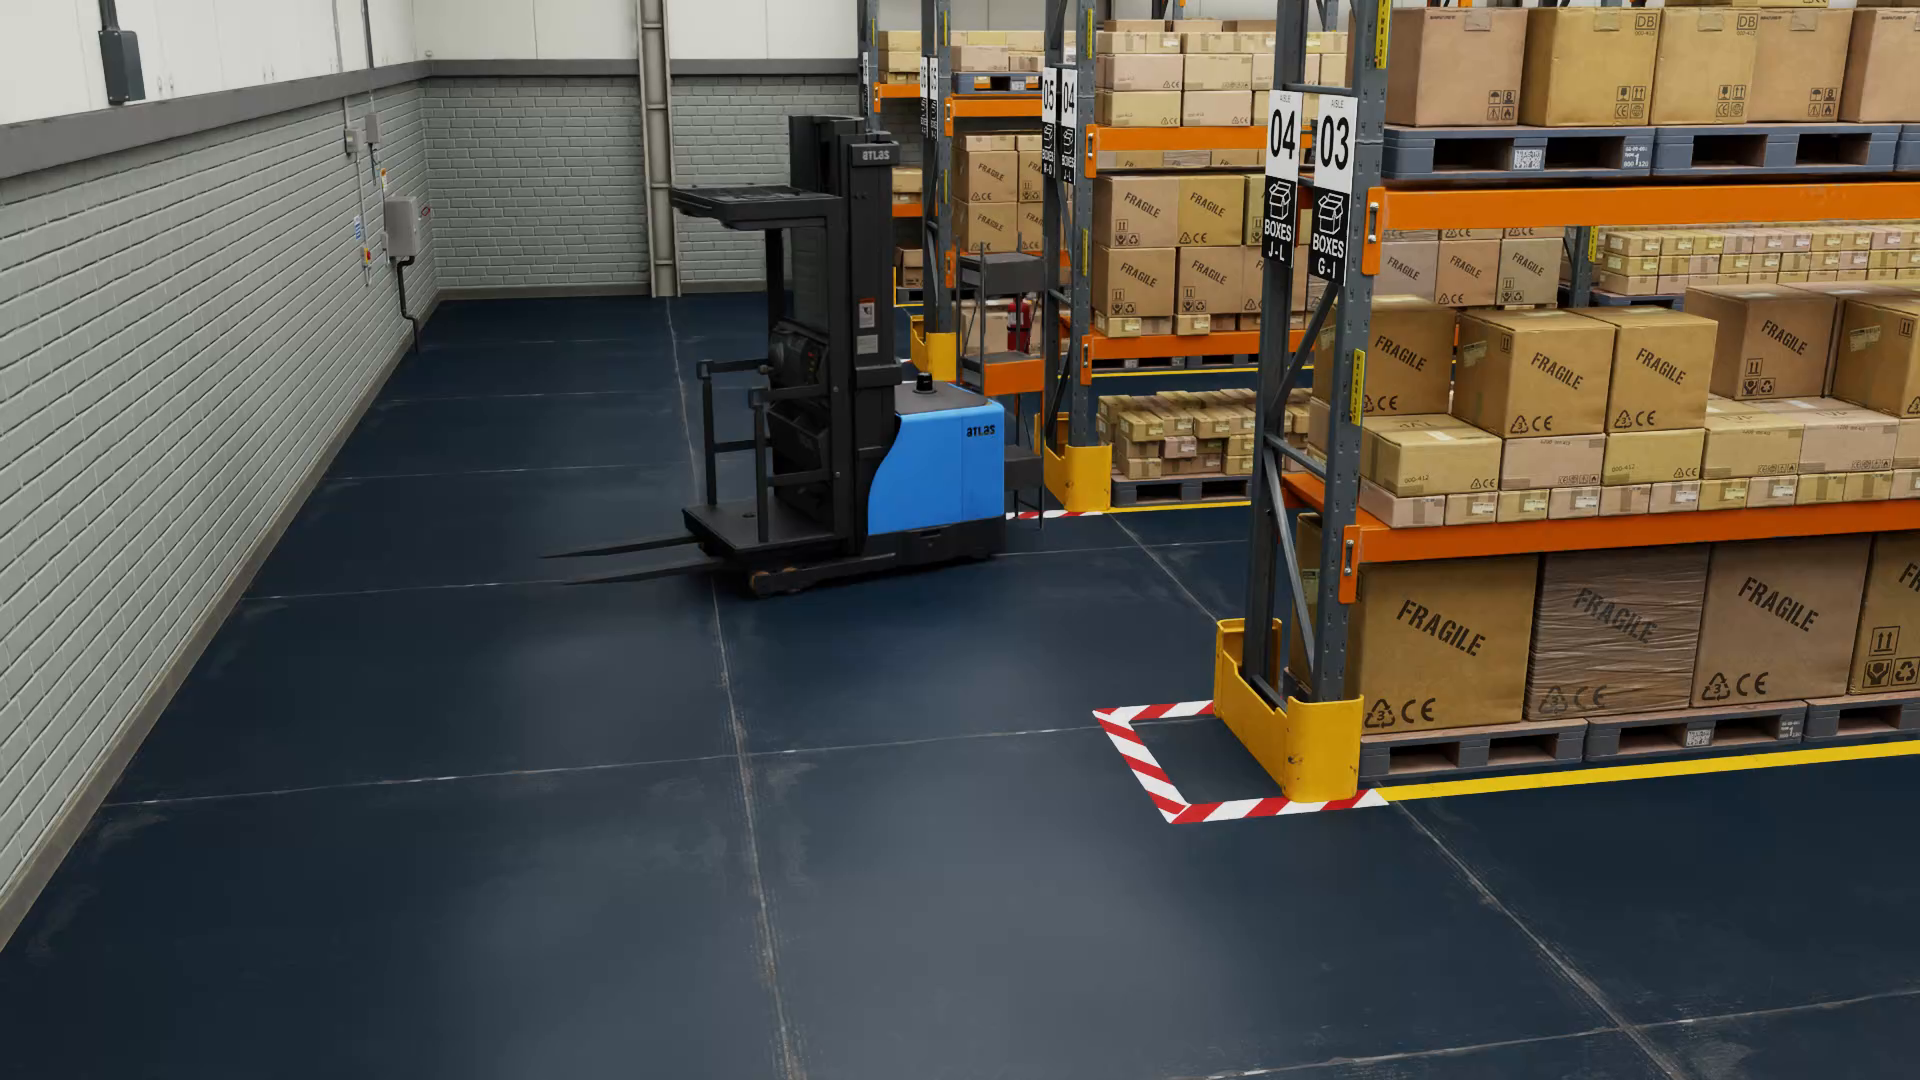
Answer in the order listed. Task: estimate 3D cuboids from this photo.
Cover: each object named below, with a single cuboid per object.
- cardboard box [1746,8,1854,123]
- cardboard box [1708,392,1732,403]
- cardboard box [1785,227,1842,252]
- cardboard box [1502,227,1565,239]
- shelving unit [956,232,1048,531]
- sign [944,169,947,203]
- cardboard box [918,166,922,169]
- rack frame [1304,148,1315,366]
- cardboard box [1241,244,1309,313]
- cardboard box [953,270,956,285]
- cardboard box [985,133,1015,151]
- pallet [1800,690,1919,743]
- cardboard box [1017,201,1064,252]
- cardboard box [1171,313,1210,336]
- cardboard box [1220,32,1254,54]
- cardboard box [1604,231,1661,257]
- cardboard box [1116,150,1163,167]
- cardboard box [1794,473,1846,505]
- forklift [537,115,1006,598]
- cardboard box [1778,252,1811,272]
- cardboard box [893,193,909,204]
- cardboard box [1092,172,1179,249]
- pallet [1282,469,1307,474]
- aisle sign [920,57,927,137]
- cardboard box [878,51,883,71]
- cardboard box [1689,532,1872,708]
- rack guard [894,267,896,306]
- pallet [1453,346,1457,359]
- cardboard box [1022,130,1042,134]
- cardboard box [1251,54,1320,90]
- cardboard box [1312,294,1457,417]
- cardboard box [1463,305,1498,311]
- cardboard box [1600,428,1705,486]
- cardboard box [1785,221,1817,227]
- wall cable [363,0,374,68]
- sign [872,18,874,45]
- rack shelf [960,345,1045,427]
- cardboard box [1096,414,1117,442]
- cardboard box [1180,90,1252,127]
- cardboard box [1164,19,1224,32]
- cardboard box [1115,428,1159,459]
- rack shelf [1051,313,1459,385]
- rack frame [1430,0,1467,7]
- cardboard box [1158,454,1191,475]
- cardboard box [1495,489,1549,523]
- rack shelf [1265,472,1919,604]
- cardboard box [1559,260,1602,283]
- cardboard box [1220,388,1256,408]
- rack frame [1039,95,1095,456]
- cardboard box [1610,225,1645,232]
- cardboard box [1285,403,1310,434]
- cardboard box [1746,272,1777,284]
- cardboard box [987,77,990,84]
[{"bbox_3d":[3.737,-2.251,7.867,0.500,0.500,0.700,-2,17,-8],"label":"cardboard box"},{"bbox_3d":[3.570,-0.637,8.524,0.500,0.250,0.500,-3,17,-10],"label":"cardboard box"},{"bbox_3d":[6.729,-2.377,13.141,0.250,0.149,0.380,-3,17,-9],"label":"cardboard box"},{"bbox_3d":[4.311,-2.598,12.781,0.500,0.500,0.500,-4,17,-12],"label":"cardboard box"},{"bbox_3d":[0.287,-1.086,11.770,0.503,2.100,0.431,-9,19,-26],"label":"shelving unit"},{"bbox_3d":[-0.145,-3.524,16.567,0.005,0.325,0.100,-3,17,-10],"label":"sign"},{"bbox_3d":[-0.282,-4.864,22.289,0.500,0.250,0.500,-3,17,-10],"label":"cardboard box"},{"bbox_3d":[3.683,-3.455,17.953,0.127,3.000,1.000,-3,17,-10],"label":"rack frame"},{"bbox_3d":[2.291,-2.007,12.562,0.500,0.500,0.500,-3,17,-10],"label":"cardboard box"},{"bbox_3d":[-0.146,-3.521,22.305,0.250,0.149,0.380,-4,18,-13],"label":"cardboard box"},{"bbox_3d":[0.401,-4.044,16.890,0.250,0.149,0.380,-3,17,-9],"label":"cardboard box"},{"bbox_3d":[4.802,0.754,8.997,1.213,0.211,1.003,-3,17,-10],"label":"pallet"},{"bbox_3d":[0.773,-3.261,17.149,0.500,0.500,0.500,-3,17,-11],"label":"cardboard box"},{"bbox_3d":[1.691,-1.640,12.472,0.250,0.149,0.380,-4,17,-12],"label":"cardboard box"},{"bbox_3d":[1.928,-3.572,11.948,0.250,0.149,0.380,-3,17,-10],"label":"cardboard box"},{"bbox_3d":[5.196,-2.288,12.853,0.250,0.149,0.380,-2,17,-8],"label":"cardboard box"},{"bbox_3d":[1.781,-3.793,17.178,0.500,0.500,0.500,-3,17,-10],"label":"cardboard box"},{"bbox_3d":[4.064,-0.295,8.093,0.250,0.149,0.380,-4,17,-11],"label":"cardboard box"},{"bbox_3d":[-1.234,-1.209,10.756,3.031,2.935,1.130,-9,19,-26],"label":"forklift"},{"bbox_3d":[6.483,-2.221,13.139,0.250,0.149,0.380,-4,17,-11],"label":"cardboard box"},{"bbox_3d":[-0.815,-4.482,21.725,0.250,0.149,0.380,-3,17,-11],"label":"cardboard box"},{"bbox_3d":[1.285,-2.428,12.227,0.500,0.500,0.500,-3,17,-11],"label":"cardboard box"},{"bbox_3d":[2.869,-0.585,13.355,1.213,0.211,1.003,-3,17,-10],"label":"pallet"},{"bbox_3d":[-0.373,-4.561,17.124,0.004,0.787,0.394,-3,17,-10],"label":"aisle sign"},{"bbox_3d":[-0.804,-6.271,21.760,0.500,0.250,0.500,-4,17,-11],"label":"cardboard box"},{"bbox_3d":[4.016,0.280,8.694,0.875,0.875,0.875,-3,17,-10],"label":"cardboard box"},{"bbox_3d":[-1.115,-3.473,22.267,0.348,0.500,1.175,-3,17,-10],"label":"rack guard"},{"bbox_3d":[5.627,-2.256,18.798,1.213,0.211,1.003,-3,17,-10],"label":"pallet"},{"bbox_3d":[0.808,-4.208,17.426,0.250,0.149,0.380,-3,17,-9],"label":"cardboard box"},{"bbox_3d":[2.285,-3.416,12.120,0.500,0.250,0.500,-3,17,-10],"label":"cardboard box"},{"bbox_3d":[2.064,-0.908,8.130,0.500,0.500,0.500,-3,17,-10],"label":"cardboard box"},{"bbox_3d":[3.980,-1.787,12.950,0.250,0.149,0.380,-3,17,-8],"label":"cardboard box"},{"bbox_3d":[3.162,-0.453,7.927,0.500,0.250,0.500,-4,17,-12],"label":"cardboard box"},{"bbox_3d":[6.868,-2.578,13.797,0.250,0.149,0.380,-3,17,-9],"label":"cardboard box"},{"bbox_3d":[-6.407,-6.742,18.373,0.133,3.039,2.988,-3,17,-10],"label":"wall cable"},{"bbox_3d":[-1.086,-6.359,20.808,0.005,0.325,0.100,-3,17,-10],"label":"sign"},{"bbox_3d":[0.287,-1.073,11.774,0.480,0.518,0.431,-9,19,-26],"label":"rack shelf"},{"bbox_3d":[1.258,-0.903,13.277,0.250,0.149,0.380,-4,17,-12],"label":"cardboard box"},{"bbox_3d":[1.801,-3.153,12.115,0.500,0.250,0.500,-3,17,-9],"label":"cardboard box"},{"bbox_3d":[2.365,-5.103,17.146,0.637,0.503,0.797,-2,17,-6],"label":"cardboard box"},{"bbox_3d":[1.357,-0.747,12.767,0.250,0.149,0.380,-3,17,-8],"label":"cardboard box"},{"bbox_3d":[2.758,-1.579,13.068,4.000,0.370,1.077,-3,17,-10],"label":"rack shelf"},{"bbox_3d":[6.665,-7.977,22.456,0.127,3.000,1.000,-3,17,-10],"label":"rack frame"},{"bbox_3d":[1.611,-0.624,12.876,0.250,0.149,0.380,-3,17,-11],"label":"cardboard box"},{"bbox_3d":[2.550,-0.209,7.813,0.250,0.149,0.380,-4,17,-12],"label":"cardboard box"},{"bbox_3d":[3.600,-0.143,8.395,4.000,0.370,1.077,-3,17,-10],"label":"rack shelf"},{"bbox_3d":[5.074,-2.194,13.559,0.250,0.149,0.380,-4,17,-12],"label":"cardboard box"},{"bbox_3d":[2.273,-1.112,13.450,0.250,0.149,0.380,-3,17,-8],"label":"cardboard box"},{"bbox_3d":[0.794,-1.811,12.600,0.127,3.000,1.000,-3,17,-10],"label":"rack frame"},{"bbox_3d":[5.342,-2.493,13.519,0.250,0.149,0.380,-4,17,-12],"label":"cardboard box"},{"bbox_3d":[2.662,-0.944,12.903,0.250,0.149,0.380,-3,17,-10],"label":"cardboard box"},{"bbox_3d":[6.209,-2.062,13.129,0.250,0.149,0.380,-4,18,-13],"label":"cardboard box"},{"bbox_3d":[0.426,-5.992,21.530,0.250,0.149,0.380,-3,17,-11],"label":"cardboard box"}]
